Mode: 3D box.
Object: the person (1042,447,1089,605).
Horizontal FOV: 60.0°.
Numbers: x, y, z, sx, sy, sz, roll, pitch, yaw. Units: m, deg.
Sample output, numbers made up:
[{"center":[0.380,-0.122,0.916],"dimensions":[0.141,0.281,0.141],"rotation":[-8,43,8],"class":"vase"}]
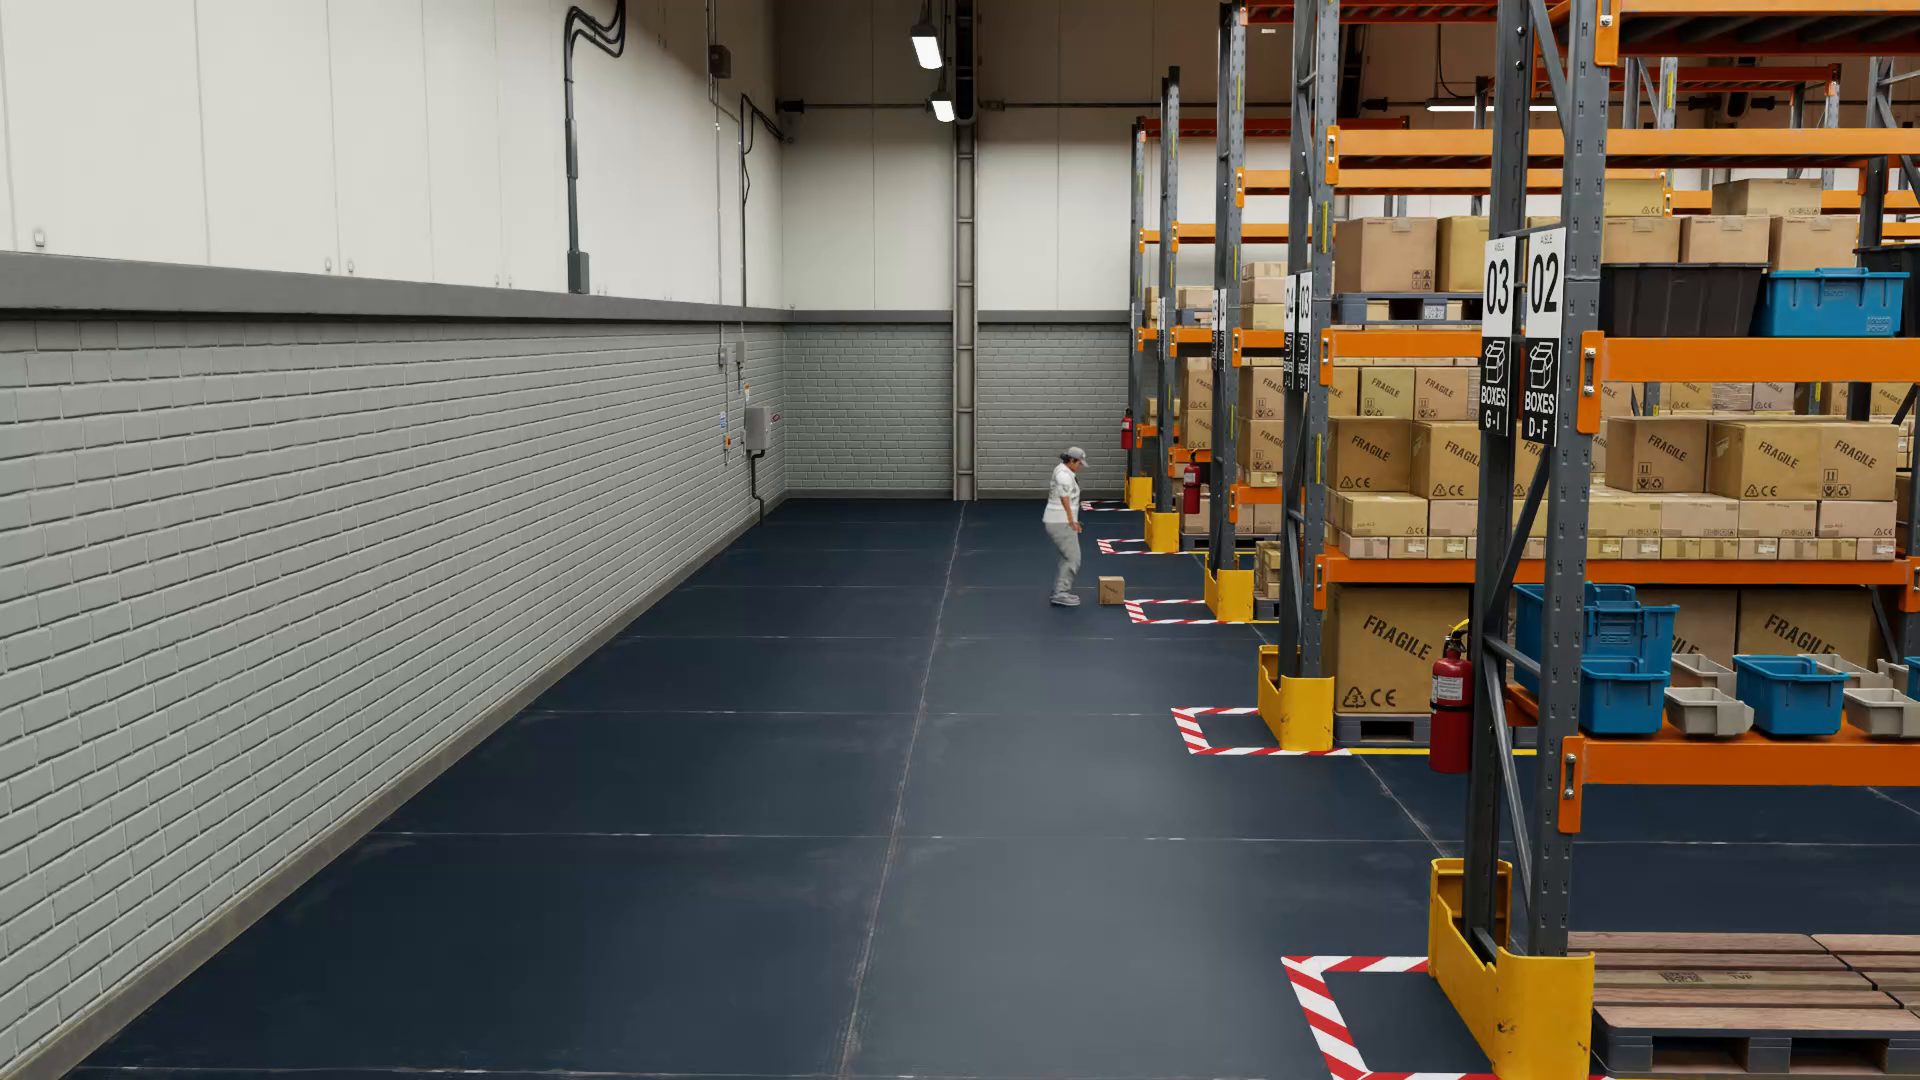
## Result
[{"center":[1.091,-0.152,17.187],"dimensions":[0.479,1.621,0.496],"rotation":[0,7,3],"class":"person"}]
